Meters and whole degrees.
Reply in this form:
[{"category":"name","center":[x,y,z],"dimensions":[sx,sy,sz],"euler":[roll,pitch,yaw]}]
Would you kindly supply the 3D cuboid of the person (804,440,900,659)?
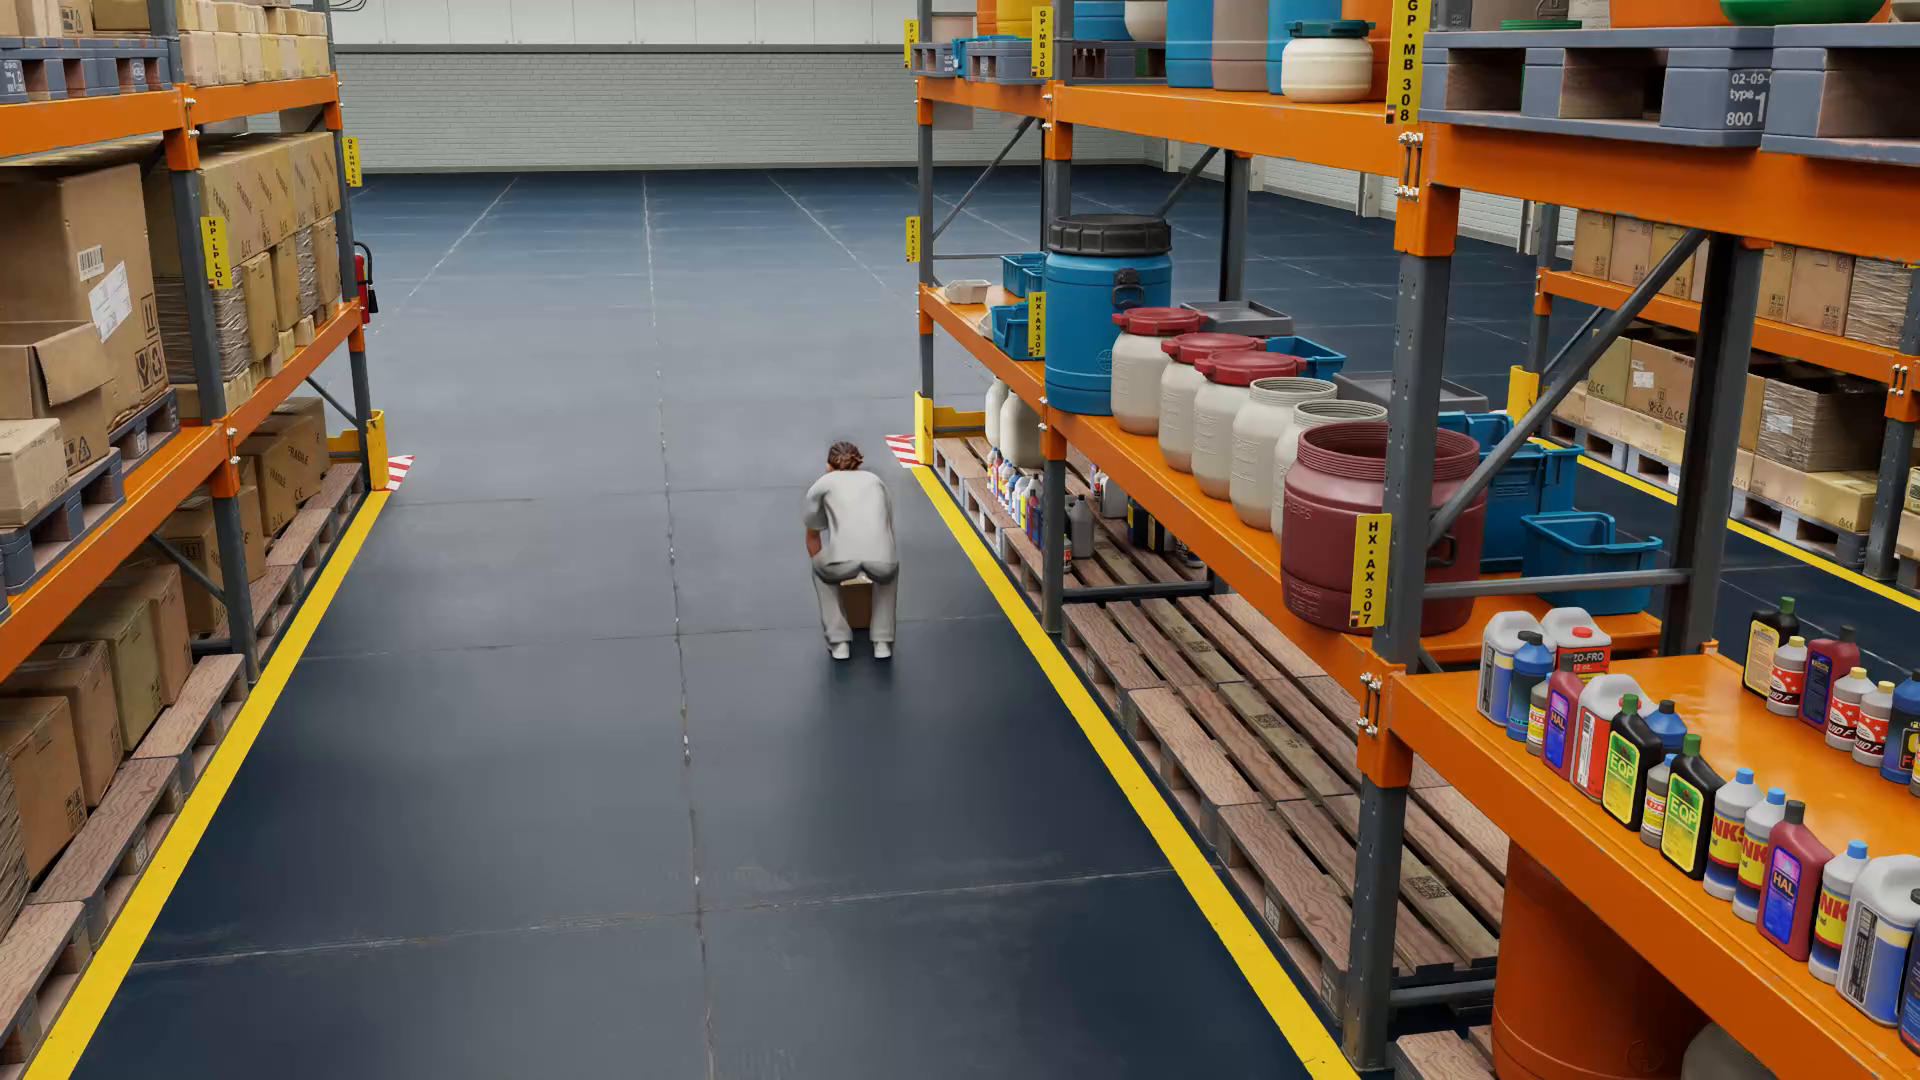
[{"category":"person","center":[-0.551,0.055,8.510],"dimensions":[0.488,1.023,0.777],"euler":[-2,17,-6]}]
